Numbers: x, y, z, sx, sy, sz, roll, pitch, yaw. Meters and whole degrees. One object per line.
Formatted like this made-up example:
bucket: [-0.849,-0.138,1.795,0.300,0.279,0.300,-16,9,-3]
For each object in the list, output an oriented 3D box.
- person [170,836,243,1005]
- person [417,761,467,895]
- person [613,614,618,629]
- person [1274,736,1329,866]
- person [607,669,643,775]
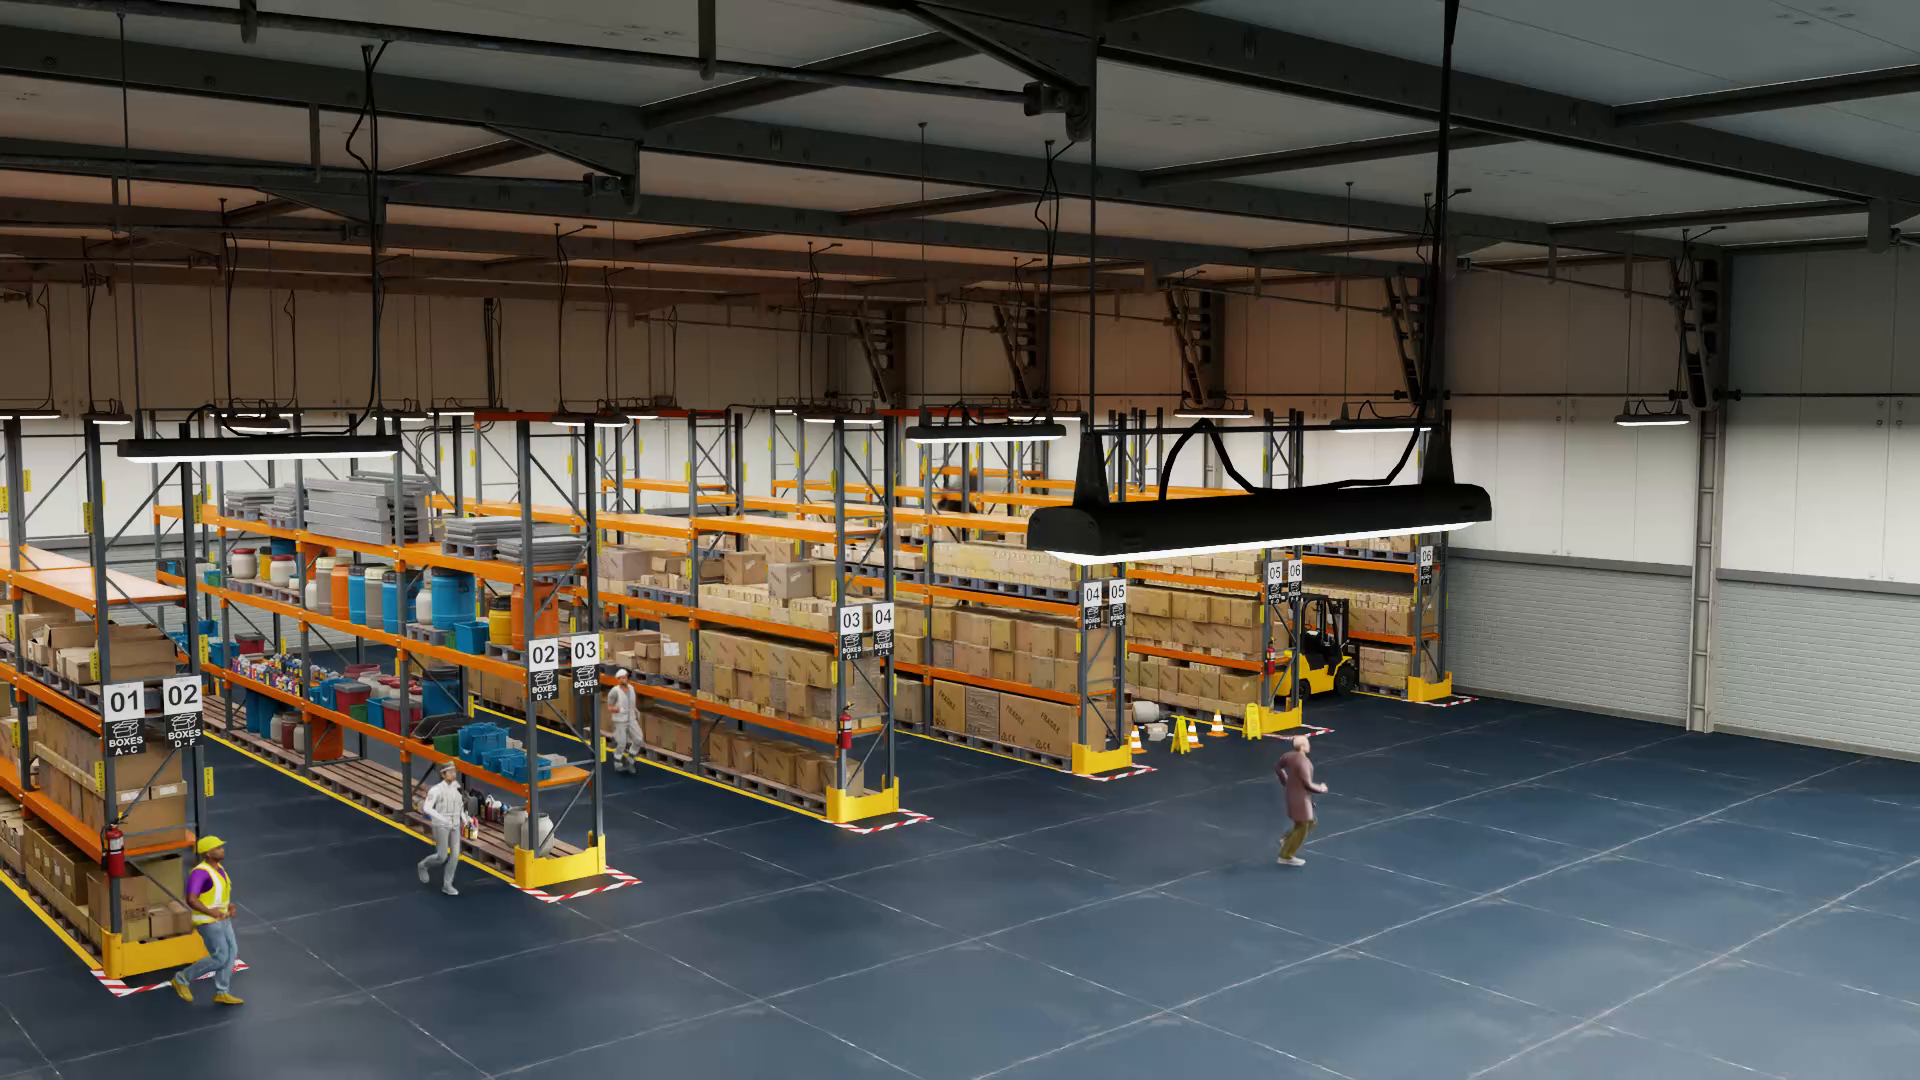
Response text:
person: [-7.821,3.957,17.323,0.689,1.752,0.721,-1,5,-7]
person: [-6.548,3.638,21.225,0.732,1.643,0.647,4,6,35]
person: [-8.415,1.943,41.572,0.565,1.586,0.687,-1,5,-10]
person: [4.592,3.494,22.357,0.685,1.756,0.738,-1,5,-8]
person: [-5.538,3.024,27.590,0.628,1.784,0.692,-4,7,-41]
